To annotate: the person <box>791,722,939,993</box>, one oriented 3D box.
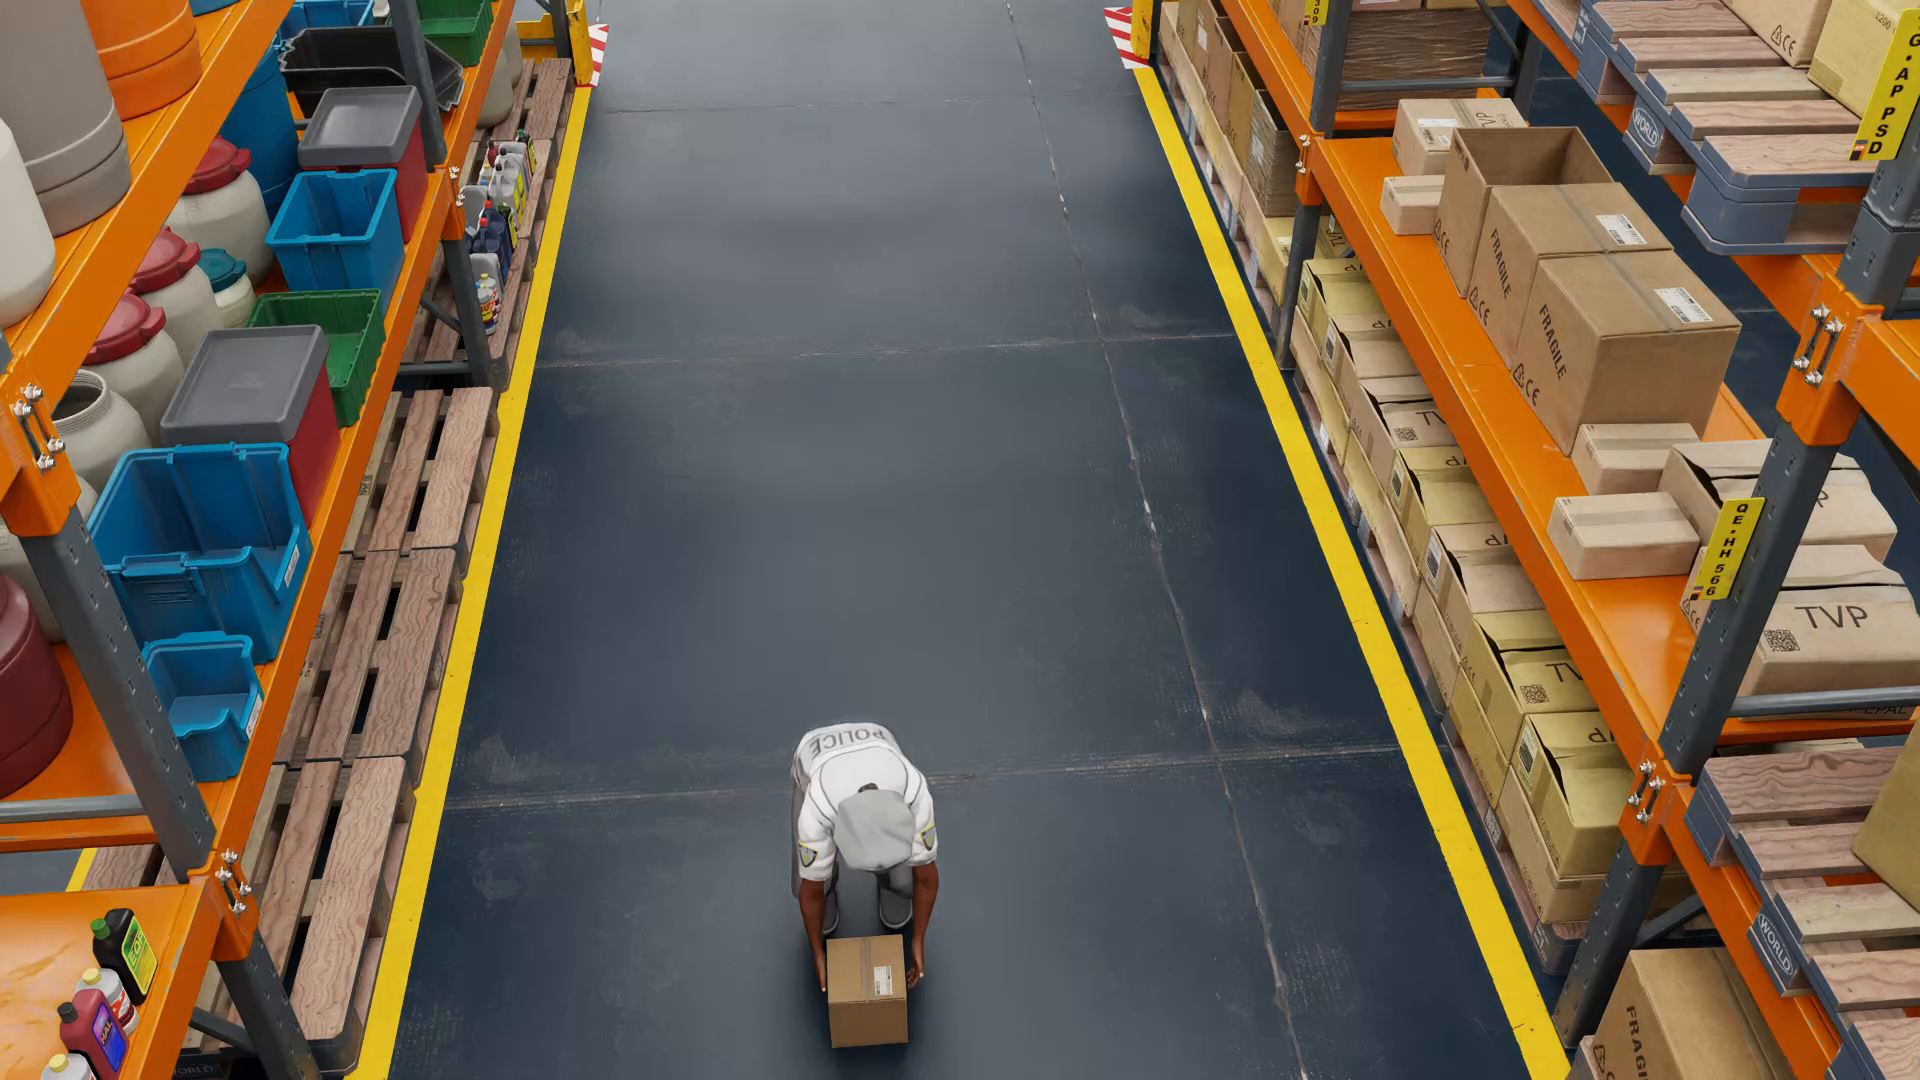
[{"bbox_3d":[-0.326,0.988,5.504,0.486,0.968,0.858,-3,39,-4],"label":"person"}]
